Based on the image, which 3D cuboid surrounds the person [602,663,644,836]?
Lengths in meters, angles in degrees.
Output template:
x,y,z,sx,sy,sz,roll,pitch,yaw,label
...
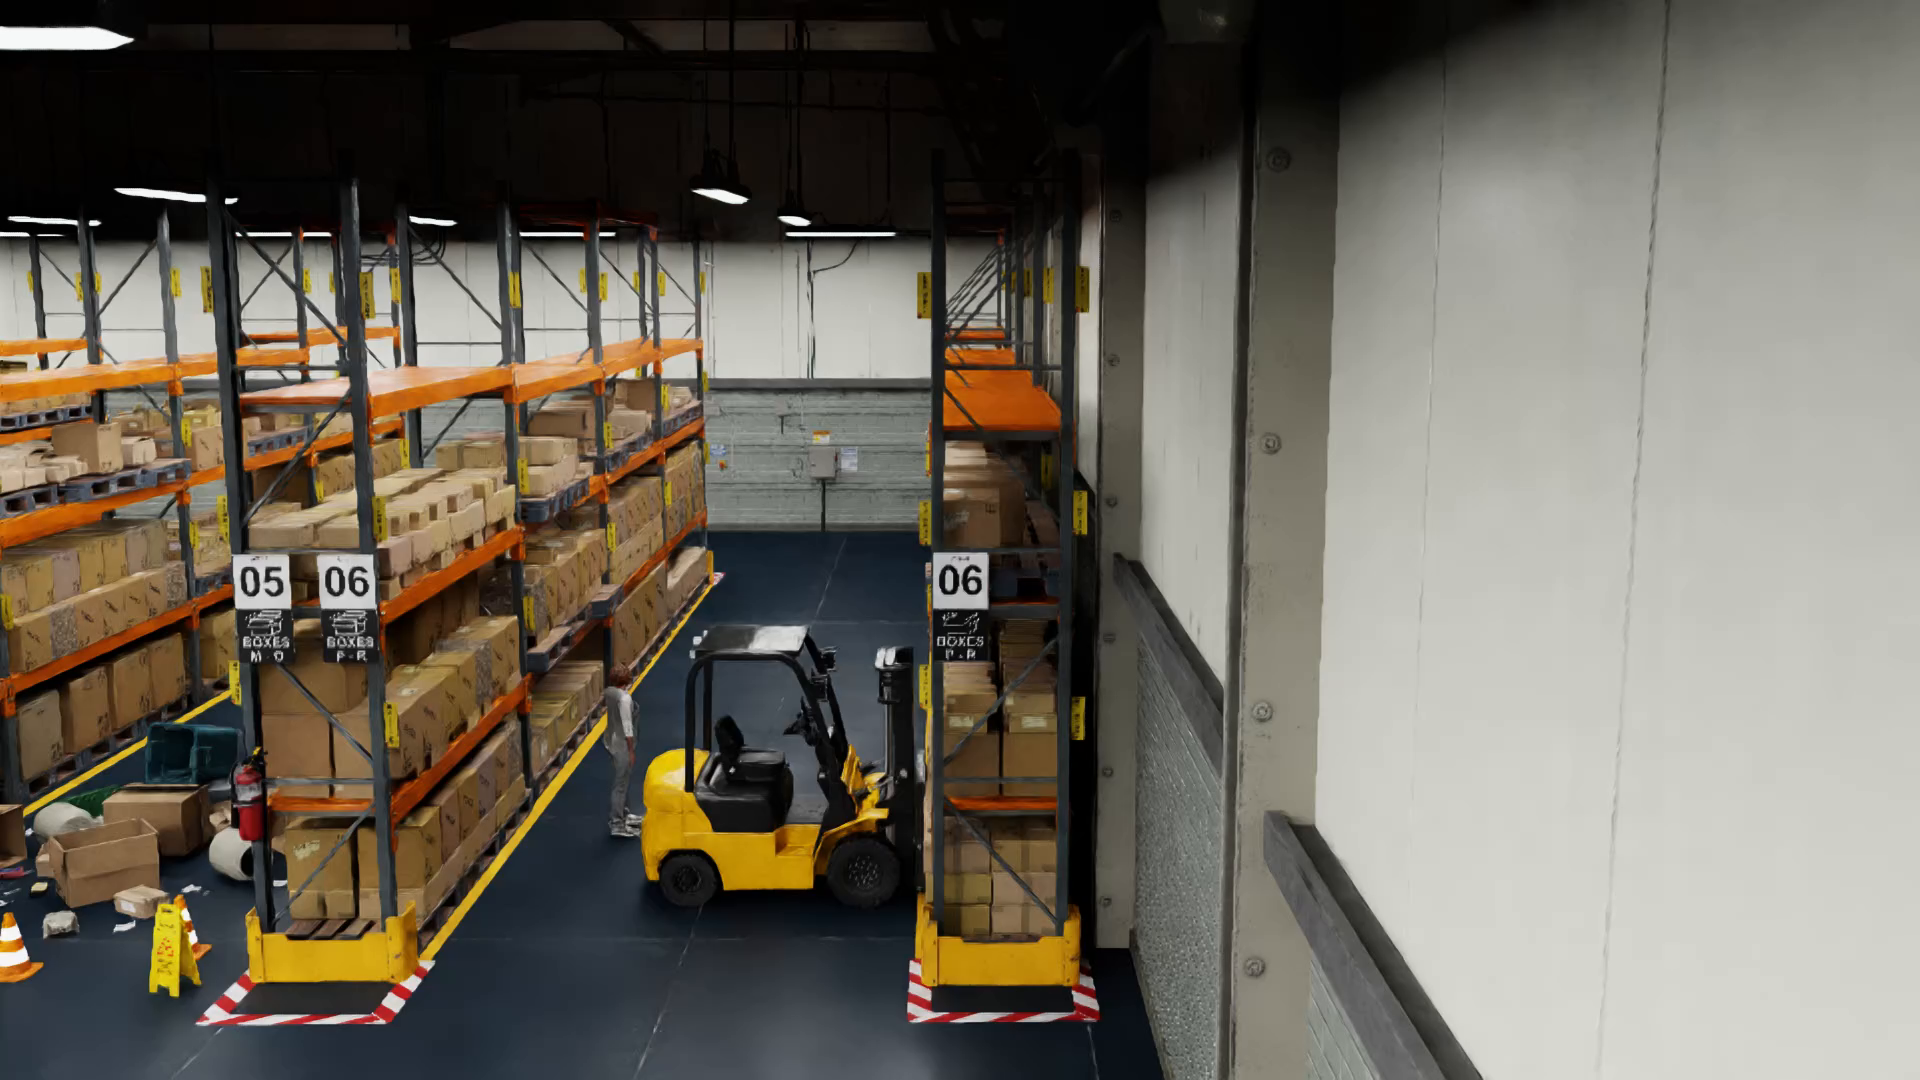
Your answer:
x,y,z,sx,sy,sz,roll,pitch,yaw,label
-3.113,1.919,15.416,0.405,1.600,0.468,-6,11,-32,person
